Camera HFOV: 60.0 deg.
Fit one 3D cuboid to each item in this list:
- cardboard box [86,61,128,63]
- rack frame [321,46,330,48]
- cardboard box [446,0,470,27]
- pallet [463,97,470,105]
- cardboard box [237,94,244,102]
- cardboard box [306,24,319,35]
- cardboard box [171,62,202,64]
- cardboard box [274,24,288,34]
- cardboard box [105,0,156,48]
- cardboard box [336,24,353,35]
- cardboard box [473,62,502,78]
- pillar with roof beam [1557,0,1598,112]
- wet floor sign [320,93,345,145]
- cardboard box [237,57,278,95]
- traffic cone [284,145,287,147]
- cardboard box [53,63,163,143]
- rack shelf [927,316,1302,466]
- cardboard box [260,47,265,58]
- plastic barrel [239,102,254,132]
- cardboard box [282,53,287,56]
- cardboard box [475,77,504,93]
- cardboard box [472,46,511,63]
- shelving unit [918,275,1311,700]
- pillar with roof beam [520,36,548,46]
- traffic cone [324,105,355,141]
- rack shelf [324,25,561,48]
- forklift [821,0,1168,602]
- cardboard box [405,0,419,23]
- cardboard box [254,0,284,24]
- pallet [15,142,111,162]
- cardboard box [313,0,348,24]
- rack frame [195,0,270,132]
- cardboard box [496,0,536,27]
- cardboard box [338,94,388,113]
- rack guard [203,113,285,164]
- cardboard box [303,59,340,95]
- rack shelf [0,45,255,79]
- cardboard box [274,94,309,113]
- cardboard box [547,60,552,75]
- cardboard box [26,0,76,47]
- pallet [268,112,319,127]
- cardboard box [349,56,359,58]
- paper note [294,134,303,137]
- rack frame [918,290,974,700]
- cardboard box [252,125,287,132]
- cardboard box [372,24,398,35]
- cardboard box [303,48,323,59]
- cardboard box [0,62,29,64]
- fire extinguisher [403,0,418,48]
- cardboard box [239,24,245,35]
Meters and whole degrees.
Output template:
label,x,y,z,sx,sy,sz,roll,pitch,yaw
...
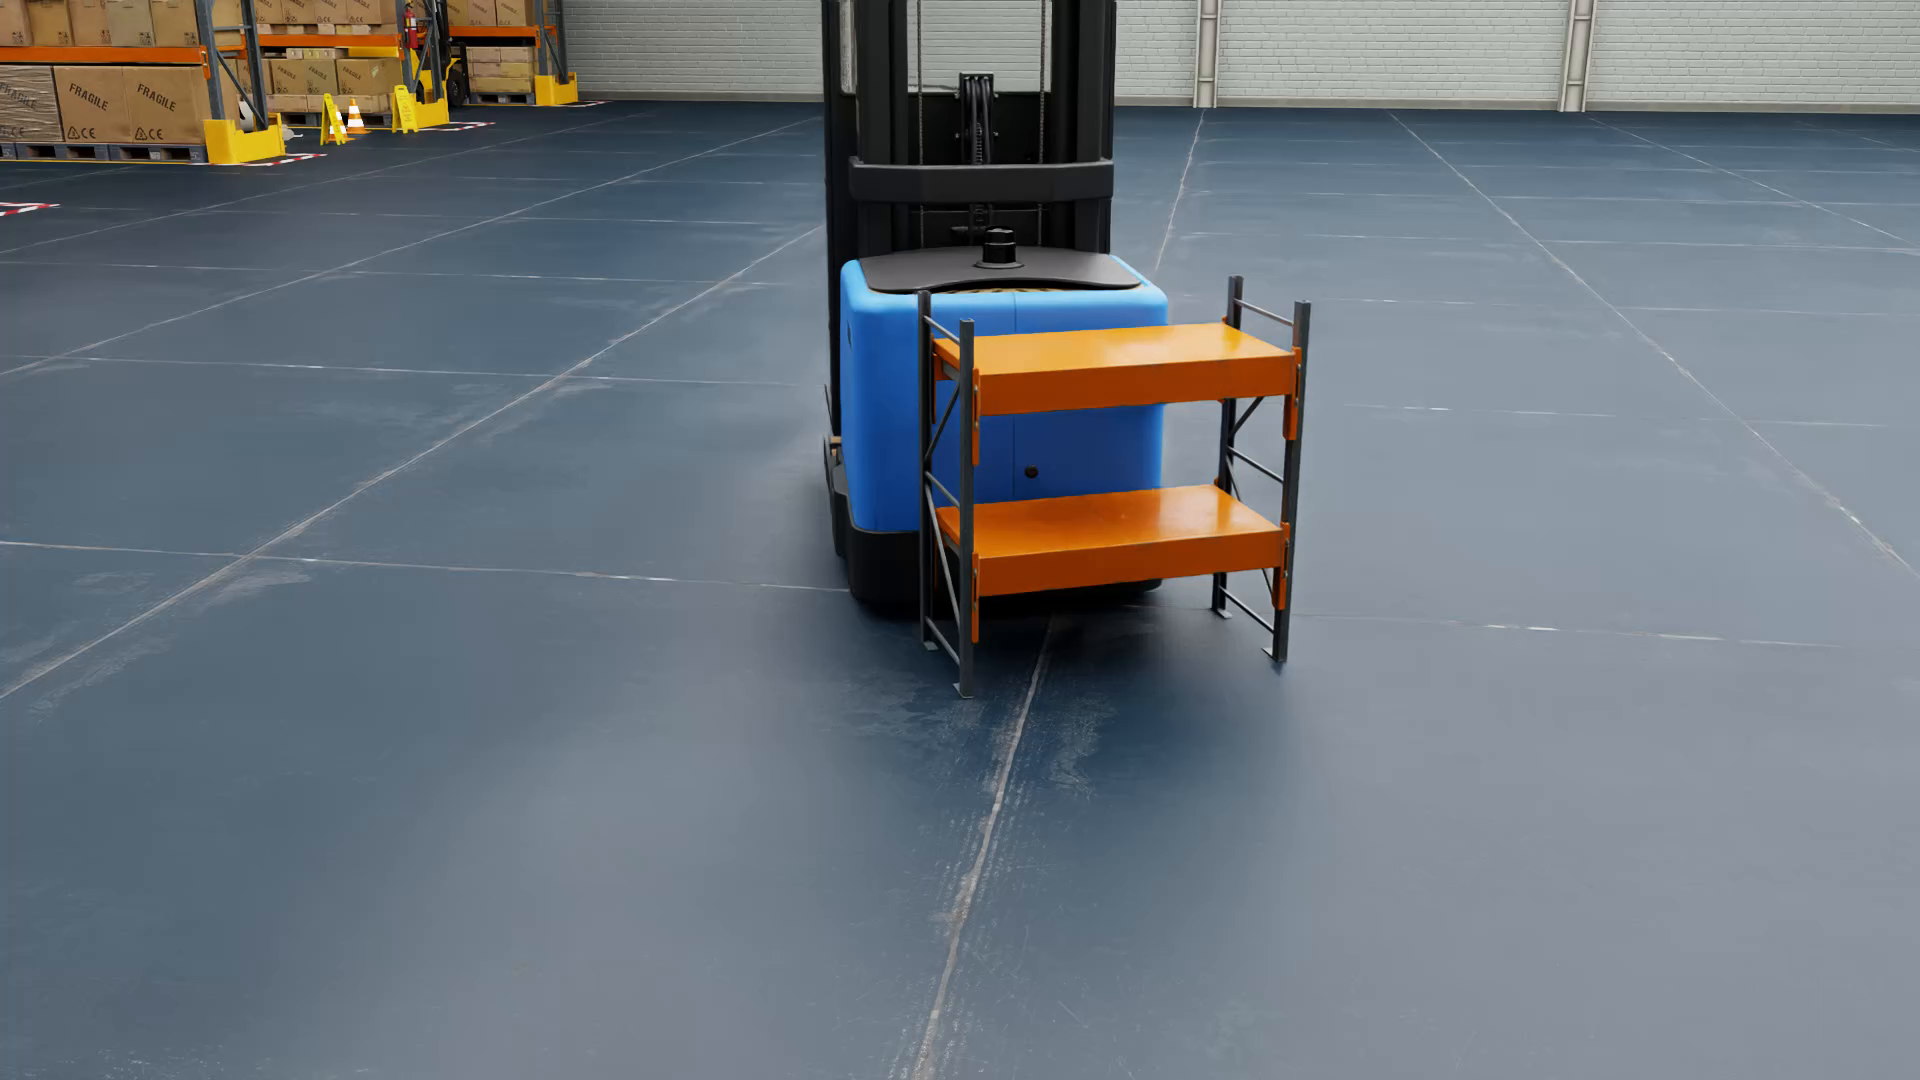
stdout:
label,x,y,z,sx,sy,sz,roll,pitch,yaw
cardboard box,-15.464,-8.486,30.216,0.500,0.500,0.500,3,19,10
rack frame,-11.063,-9.317,29.422,0.127,3.000,1.000,3,19,9
cardboard box,-8.658,-9.160,28.796,0.500,0.500,0.500,3,19,8
pallet,-9.077,-7.881,29.524,1.213,0.211,1.003,3,19,9
cardboard box,-10.779,-6.520,24.732,0.500,0.250,0.500,4,19,12
cardboard box,-9.308,-7.451,24.241,0.250,0.149,0.380,3,19,9
cardboard box,-11.307,-6.898,24.683,0.500,0.500,0.500,4,19,11
cardboard box,-9.807,-7.476,24.316,0.250,0.149,0.380,3,19,9
cardboard box,-9.503,-6.101,19.574,0.550,0.550,0.875,3,19,9
cardboard box,-8.818,-7.391,24.061,0.250,0.149,0.380,3,19,8
cardboard box,-8.138,-8.203,28.977,0.500,0.250,0.500,3,19,8
pillar with roof beam,9.431,-10.024,22.079,0.400,9.000,9.100,3,19,9
wet floor sign,-8.240,-5.507,21.745,0.232,0.644,0.267,0,19,-1
cardboard box,-10.265,-6.849,24.534,0.500,0.500,0.500,4,19,12
traffic cone,-8.882,-5.273,21.334,0.334,0.463,0.336,3,19,9
cardboard box,-10.132,-5.253,19.963,0.875,0.875,0.875,3,19,8
rack shelf,0.444,-0.462,4.987,1.000,0.278,0.538,-5,19,-15
cardboard box,-10.419,-7.143,24.392,0.250,0.149,0.380,4,19,12
plastic barrel,-10.177,-5.969,23.474,0.512,0.421,0.421,-15,24,-38
cardboard box,-11.580,-8.413,29.800,0.625,0.625,0.875,4,19,11
cardboard box,-8.118,-7.964,29.049,0.500,0.250,0.500,3,19,9
cardboard box,-8.123,-8.435,28.880,0.500,0.250,0.500,3,19,10
shelving unit,0.444,-0.184,5.080,1.048,1.125,0.538,-5,19,-15
pillar with roof beam,-8.341,-10.930,24.786,0.400,9.000,9.100,3,19,9
traffic cone,-8.367,-5.610,22.341,0.334,0.463,0.336,3,19,9
rack shelf,-9.089,-8.875,29.235,4.000,0.370,1.077,3,19,9
forklift,0.006,-1.610,6.495,1.130,2.935,3.031,-2,19,-6
cardboard box,-8.321,-7.860,24.440,0.500,0.500,0.500,3,19,8
cardboard box,-9.962,-7.774,24.185,0.500,0.500,0.500,3,19,9
pallet,-10.586,-4.760,20.197,1.213,0.211,1.003,3,19,9
cardboard box,-8.971,-7.717,24.012,0.500,0.500,0.500,3,19,9
rack frame,-8.583,-6.005,19.522,0.127,3.000,1.000,3,19,9
cardboard box,-7.642,-9.106,28.633,0.500,0.500,0.500,3,19,7
cardboard box,-8.762,-6.413,24.415,0.500,0.250,0.500,3,19,8
rack guard,-8.559,-4.818,19.915,0.348,0.500,1.175,3,19,9
cardboard box,-9.246,-6.795,24.375,0.500,0.500,0.500,4,19,11
rack shelf,-10.558,-5.764,19.937,4.000,0.370,1.077,3,19,9
cardboard box,-9.766,-6.465,24.570,0.500,0.250,0.500,2,19,7
cardboard box,-7.545,-8.337,29.376,0.500,0.250,0.500,3,19,10
cardboard box,-10.566,-6.182,19.817,0.500,0.550,0.875,3,19,9
pallet,-9.970,-6.356,24.967,1.213,0.211,1.003,3,19,9
cardboard box,-9.191,-6.965,24.881,0.500,0.500,0.500,2,19,7
paper note,-9.147,-5.577,22.922,0.142,0.019,0.148,-3,19,-10
rack frame,-0.044,-0.140,4.947,0.032,1.125,0.500,-5,19,-15
cardboard box,-9.512,-5.642,22.930,0.250,0.149,0.380,14,23,37
cardboard box,-8.301,-7.393,24.068,0.250,0.149,0.380,4,19,10
cardboard box,-9.351,-7.089,24.229,0.250,0.149,0.380,3,19,10
cardboard box,-11.923,-5.344,20.234,0.875,0.875,0.875,3,19,9
fire extinguisher,-7.858,-7.374,23.736,0.183,0.674,0.296,3,19,9
cardboard box,-10.325,-7.459,24.265,0.250,0.149,0.380,3,19,9
